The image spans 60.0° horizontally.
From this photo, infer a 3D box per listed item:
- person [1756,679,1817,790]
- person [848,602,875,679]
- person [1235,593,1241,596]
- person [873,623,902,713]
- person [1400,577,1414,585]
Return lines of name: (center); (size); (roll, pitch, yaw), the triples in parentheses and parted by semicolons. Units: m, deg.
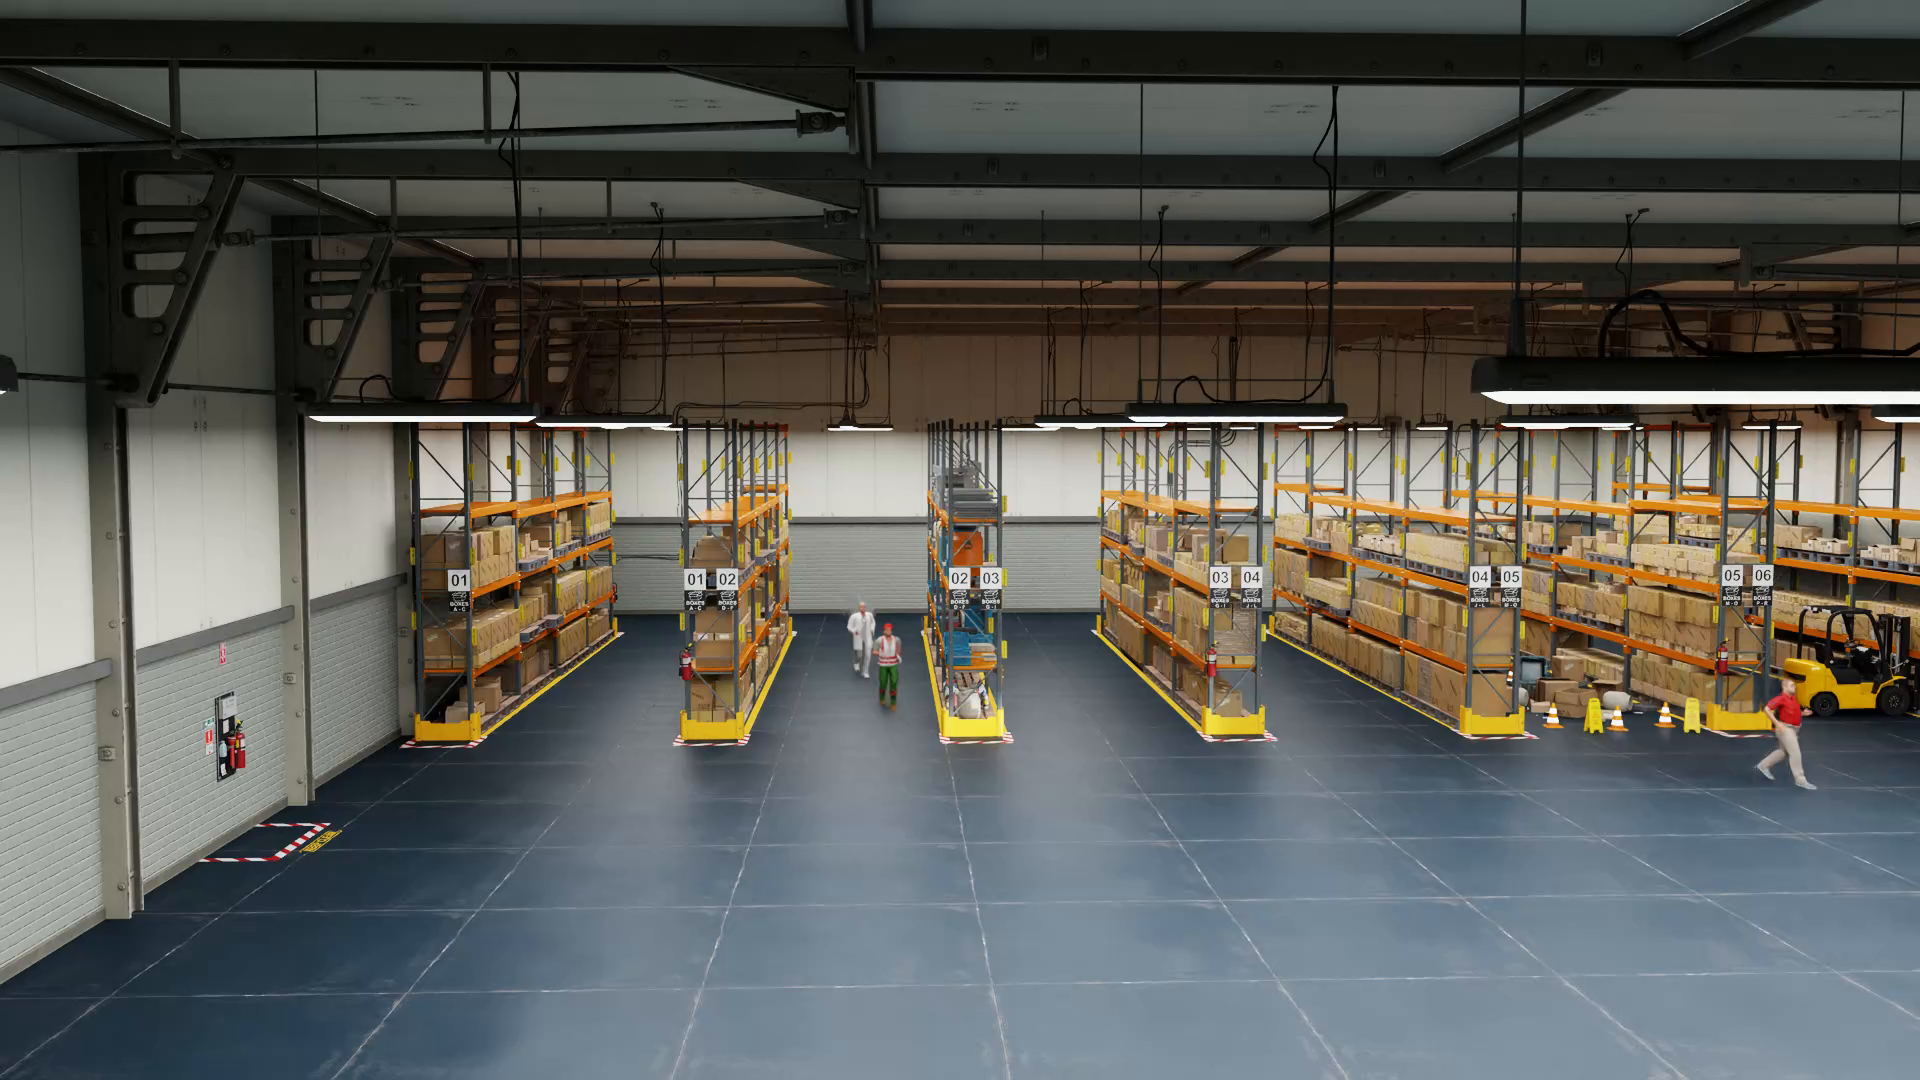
person: (13.411, 3.113, 26.933); (0.965, 1.717, 0.662); (4, 5, 45)
person: (-2.291, 2.339, 39.135); (0.709, 1.762, 0.945); (-1, 4, -18)
person: (7.770, 1.904, 46.329); (0.757, 1.720, 0.680); (0, 4, 0)
person: (-1.508, 2.617, 34.492); (0.613, 1.823, 0.894); (-1, 4, -11)
person: (13.204, 1.732, 49.308); (0.741, 1.749, 0.612); (0, 4, -3)
